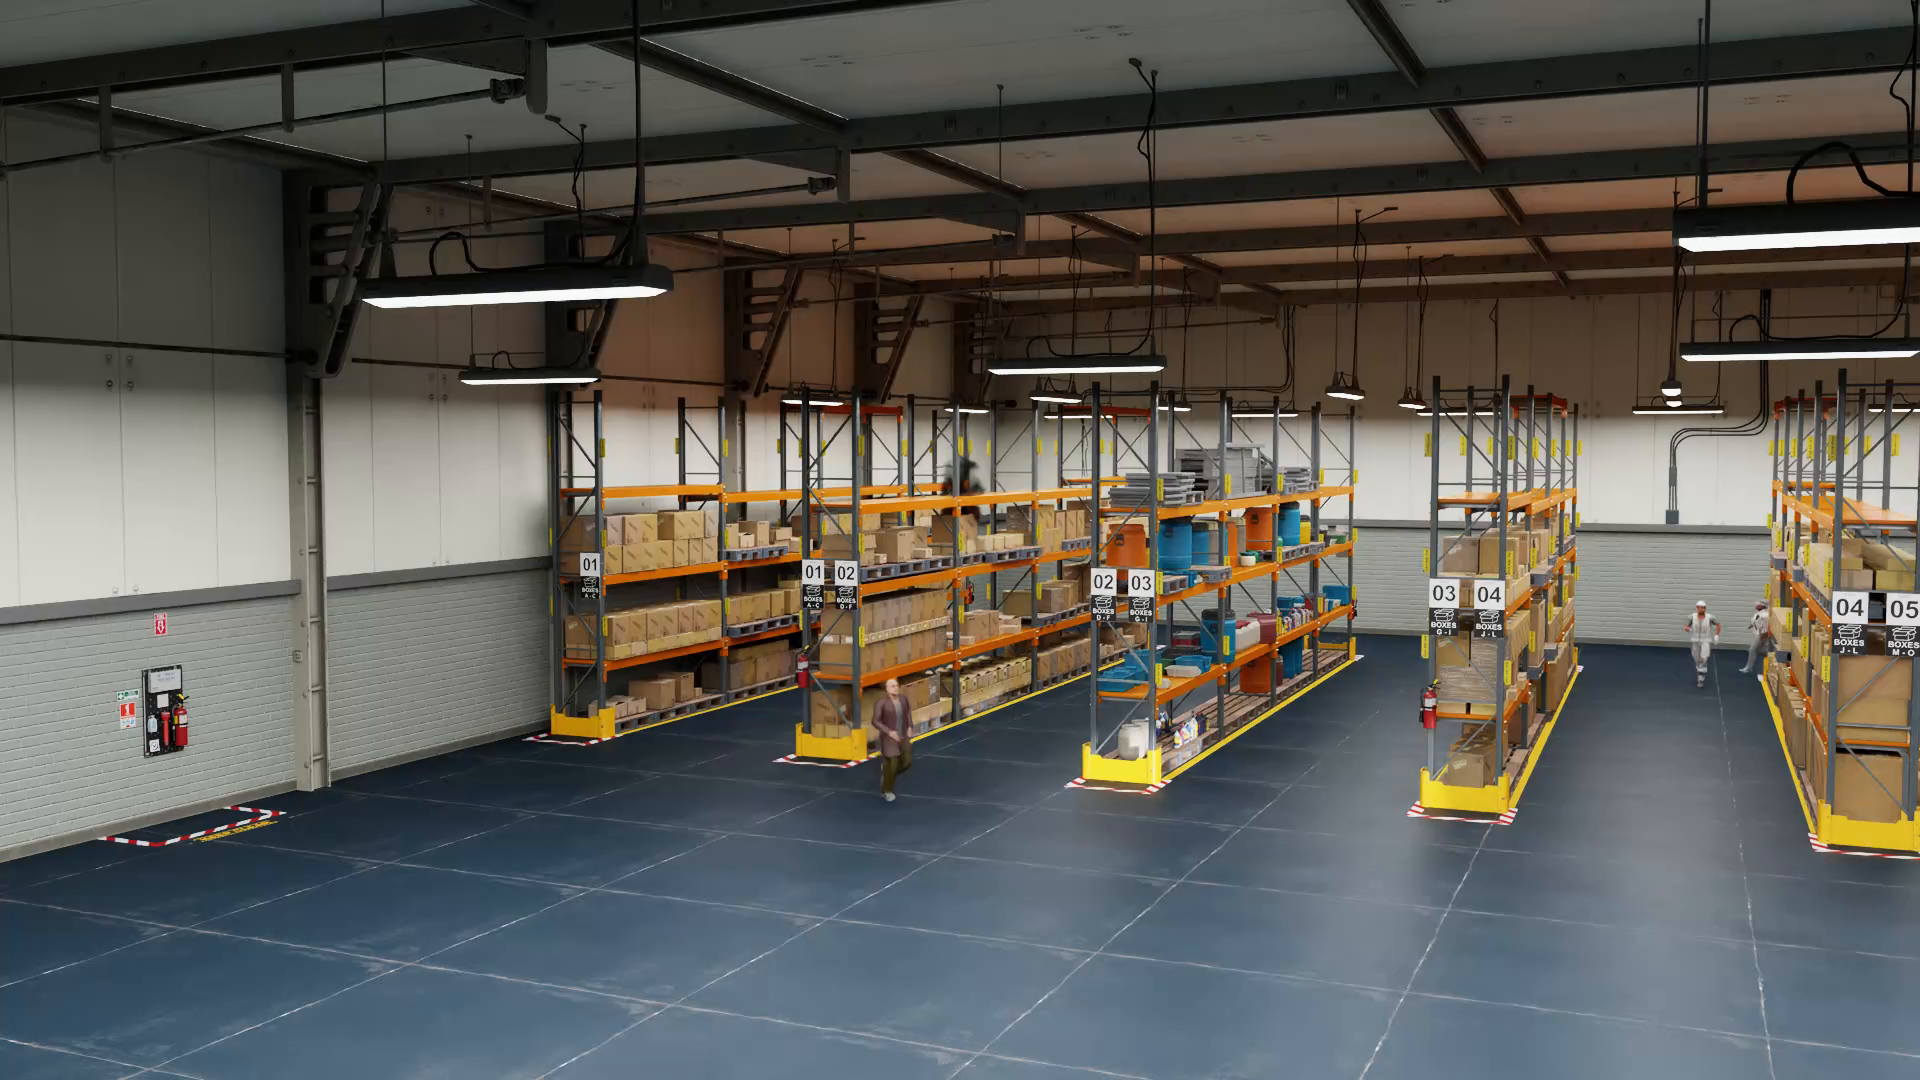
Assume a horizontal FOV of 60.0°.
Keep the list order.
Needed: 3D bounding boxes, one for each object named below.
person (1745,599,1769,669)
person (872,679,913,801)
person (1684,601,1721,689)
[{"bbox_3d":[17.816,2.089,36.848,0.686,1.595,0.644,1,3,11],"label":"person"},{"bbox_3d":[-0.940,2.833,23.669,0.734,1.740,0.700,-2,4,-36],"label":"person"},{"bbox_3d":[15.618,2.178,35.045,0.684,1.802,0.935,2,4,37],"label":"person"}]
